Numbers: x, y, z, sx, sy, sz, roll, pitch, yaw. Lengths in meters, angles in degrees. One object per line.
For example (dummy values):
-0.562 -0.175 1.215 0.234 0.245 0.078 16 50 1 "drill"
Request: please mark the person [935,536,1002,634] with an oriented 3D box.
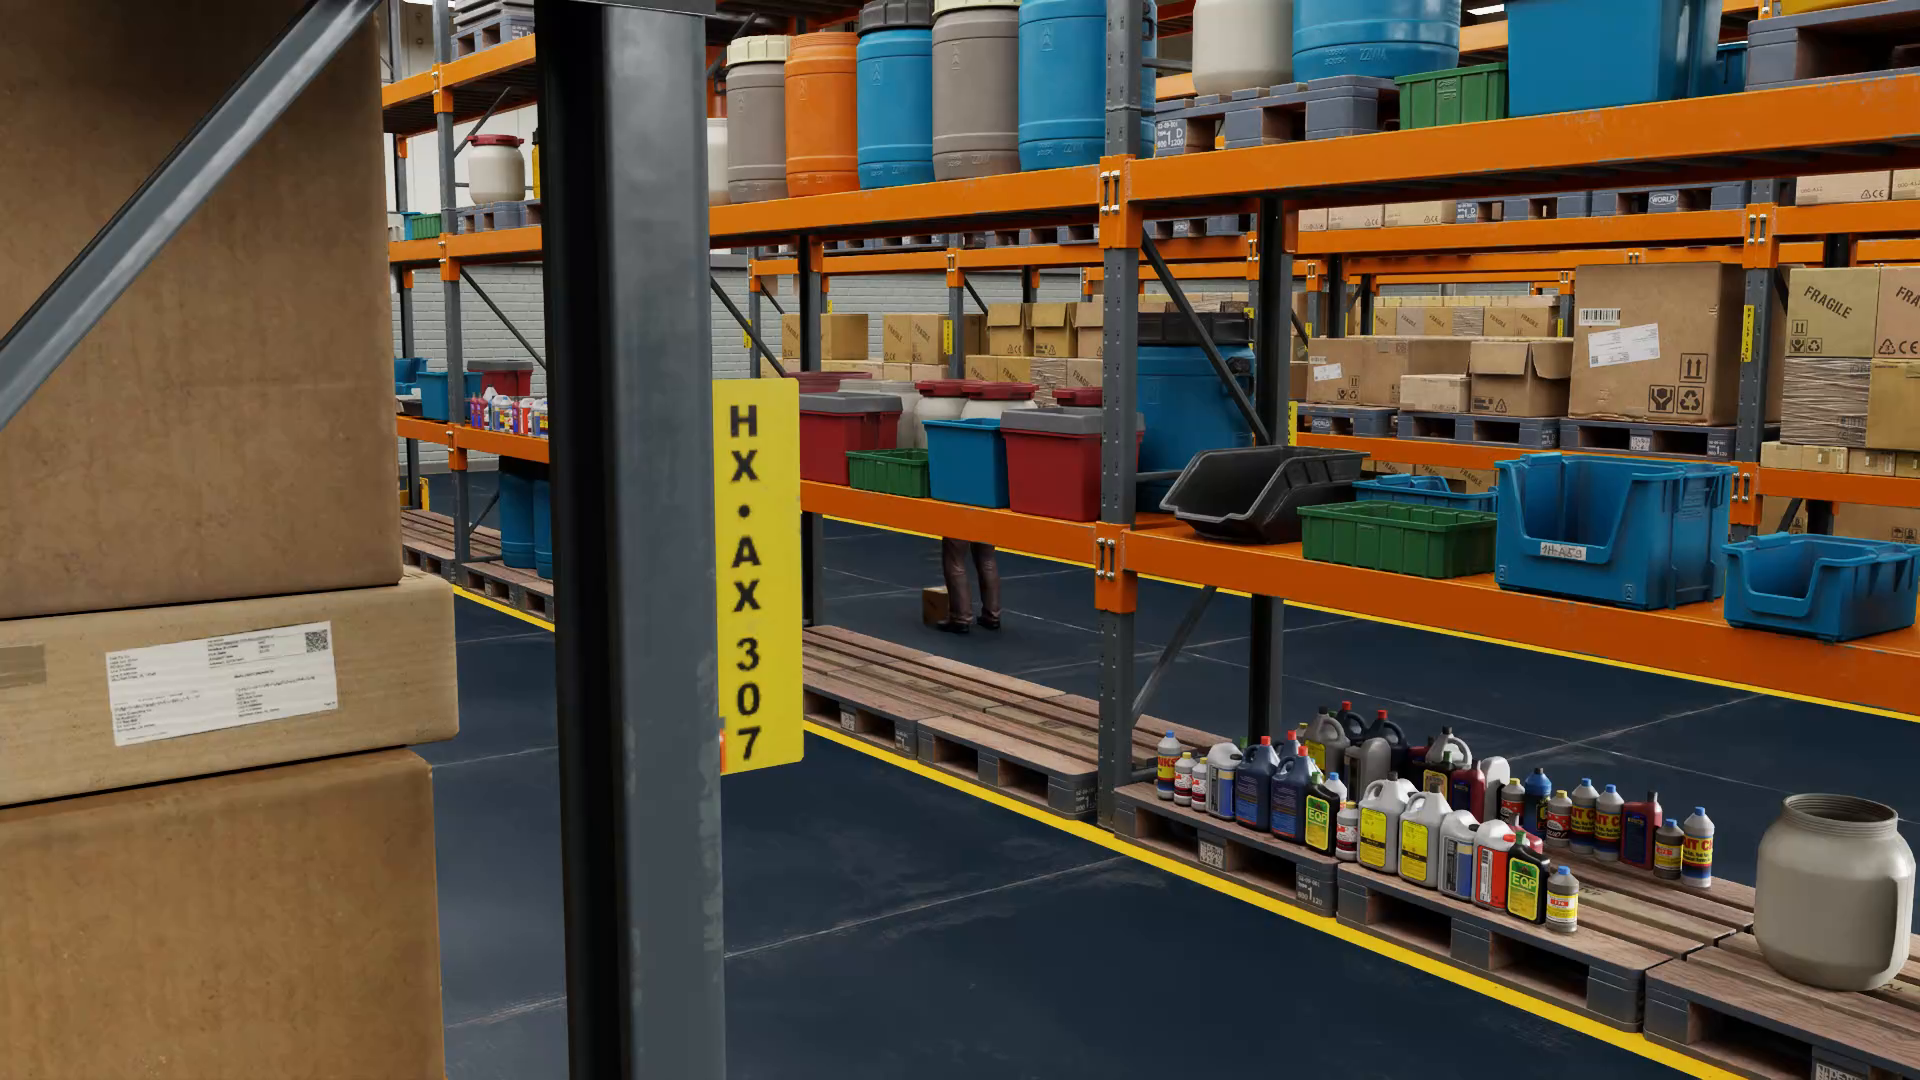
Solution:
0.076 -0.222 11.536 0.584 1.719 0.427 -6 10 -39 "person"
